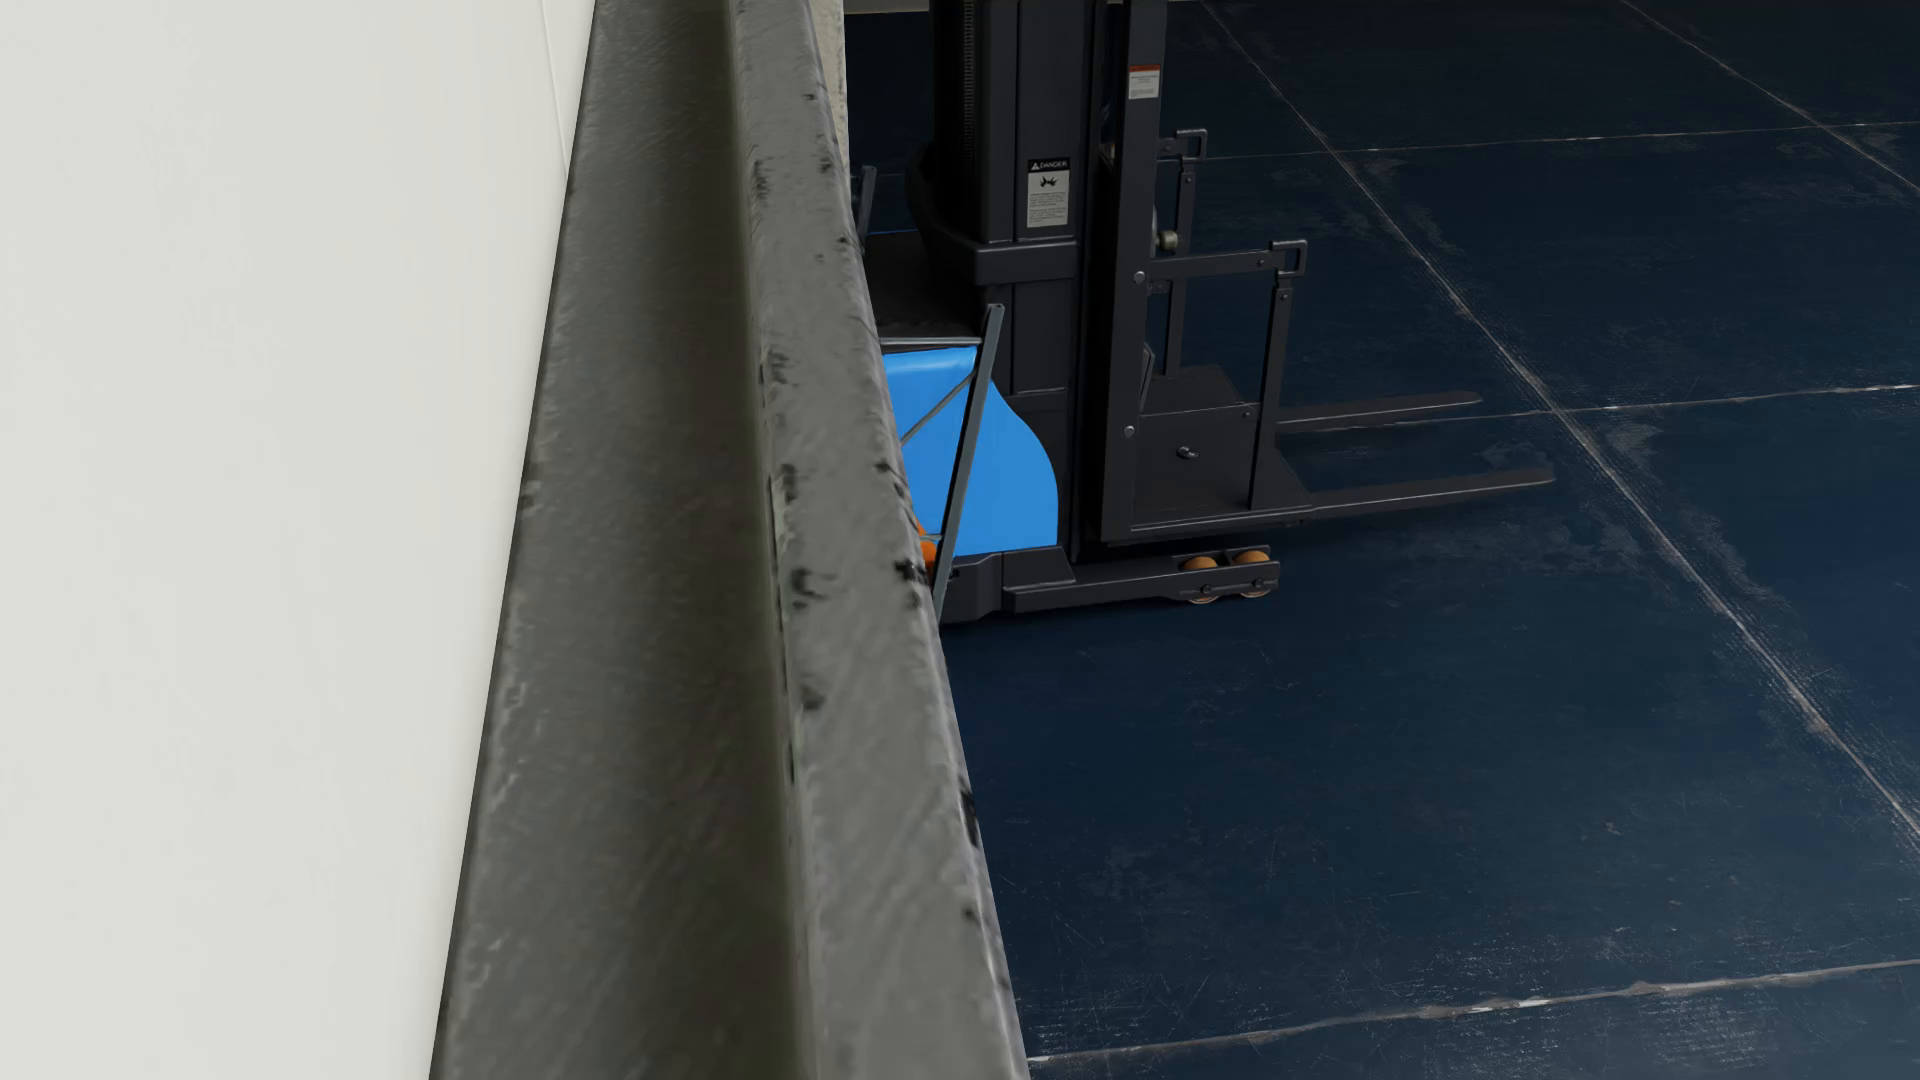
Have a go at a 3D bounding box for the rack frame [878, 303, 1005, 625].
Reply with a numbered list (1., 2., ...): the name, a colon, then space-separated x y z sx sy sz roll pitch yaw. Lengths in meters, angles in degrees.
1. rack frame: -0.243 0.006 4.813 0.500 1.500 0.032 -4 34 -24

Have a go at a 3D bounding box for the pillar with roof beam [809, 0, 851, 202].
1. pillar with roof beam: 3.909 -2.664 2.168 9.100 9.000 0.400 -4 35 -6

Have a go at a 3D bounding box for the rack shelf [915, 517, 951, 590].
1. rack shelf: -0.468 -0.115 5.287 0.538 0.185 1.000 -4 34 -24

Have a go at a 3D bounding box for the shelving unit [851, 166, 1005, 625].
1. shelving unit: -0.432 -0.262 5.189 0.587 1.500 1.083 -4 34 -24

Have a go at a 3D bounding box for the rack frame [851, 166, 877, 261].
1. rack frame: -0.629 -0.539 5.579 0.500 1.500 0.032 -4 34 -24

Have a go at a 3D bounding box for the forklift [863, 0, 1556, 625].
1. forklift: 0.673 -1.269 5.510 3.031 2.935 1.130 -6 35 -9
